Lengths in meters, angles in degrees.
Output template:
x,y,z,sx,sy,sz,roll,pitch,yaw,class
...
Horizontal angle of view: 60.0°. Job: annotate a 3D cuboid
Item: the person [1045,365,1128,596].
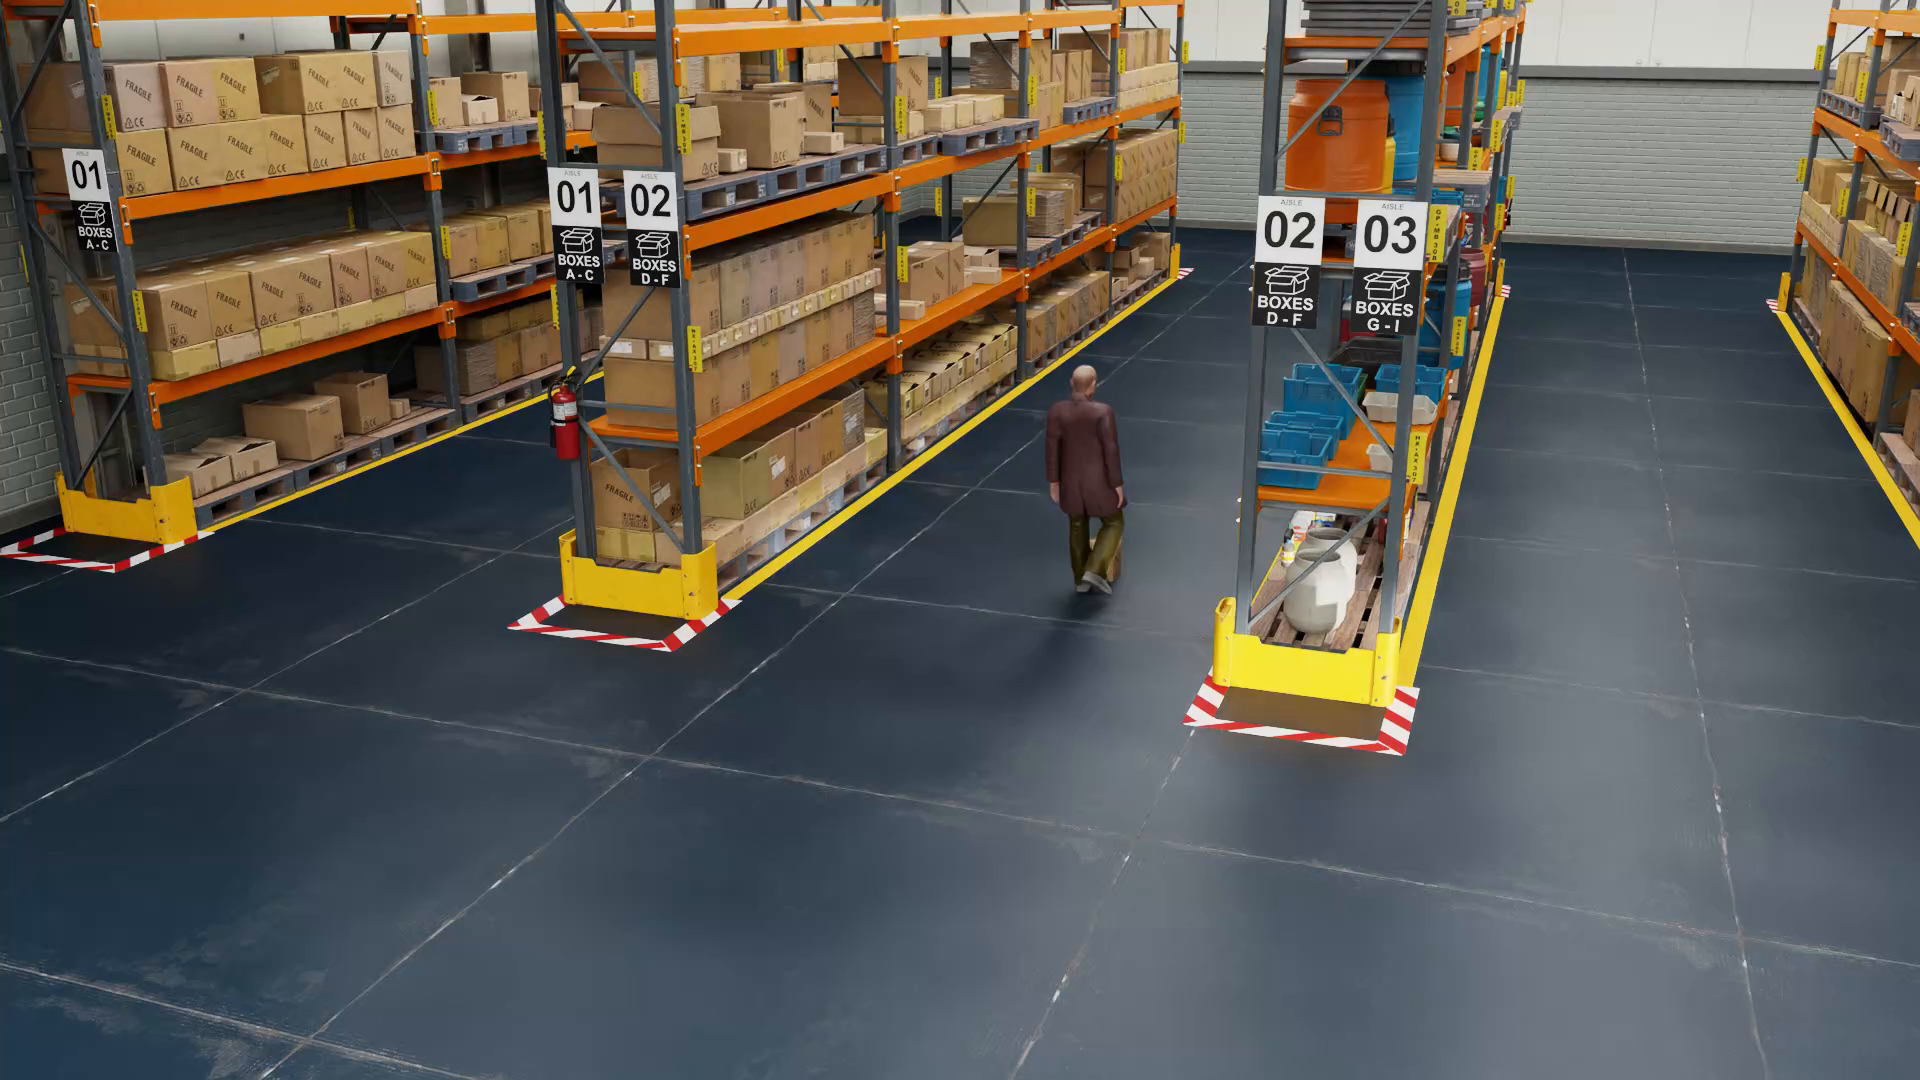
x,y,z,sx,sy,sz,roll,pitch,yaw,class
0.956,-0.435,12.336,0.613,1.766,0.686,8,20,24,person
